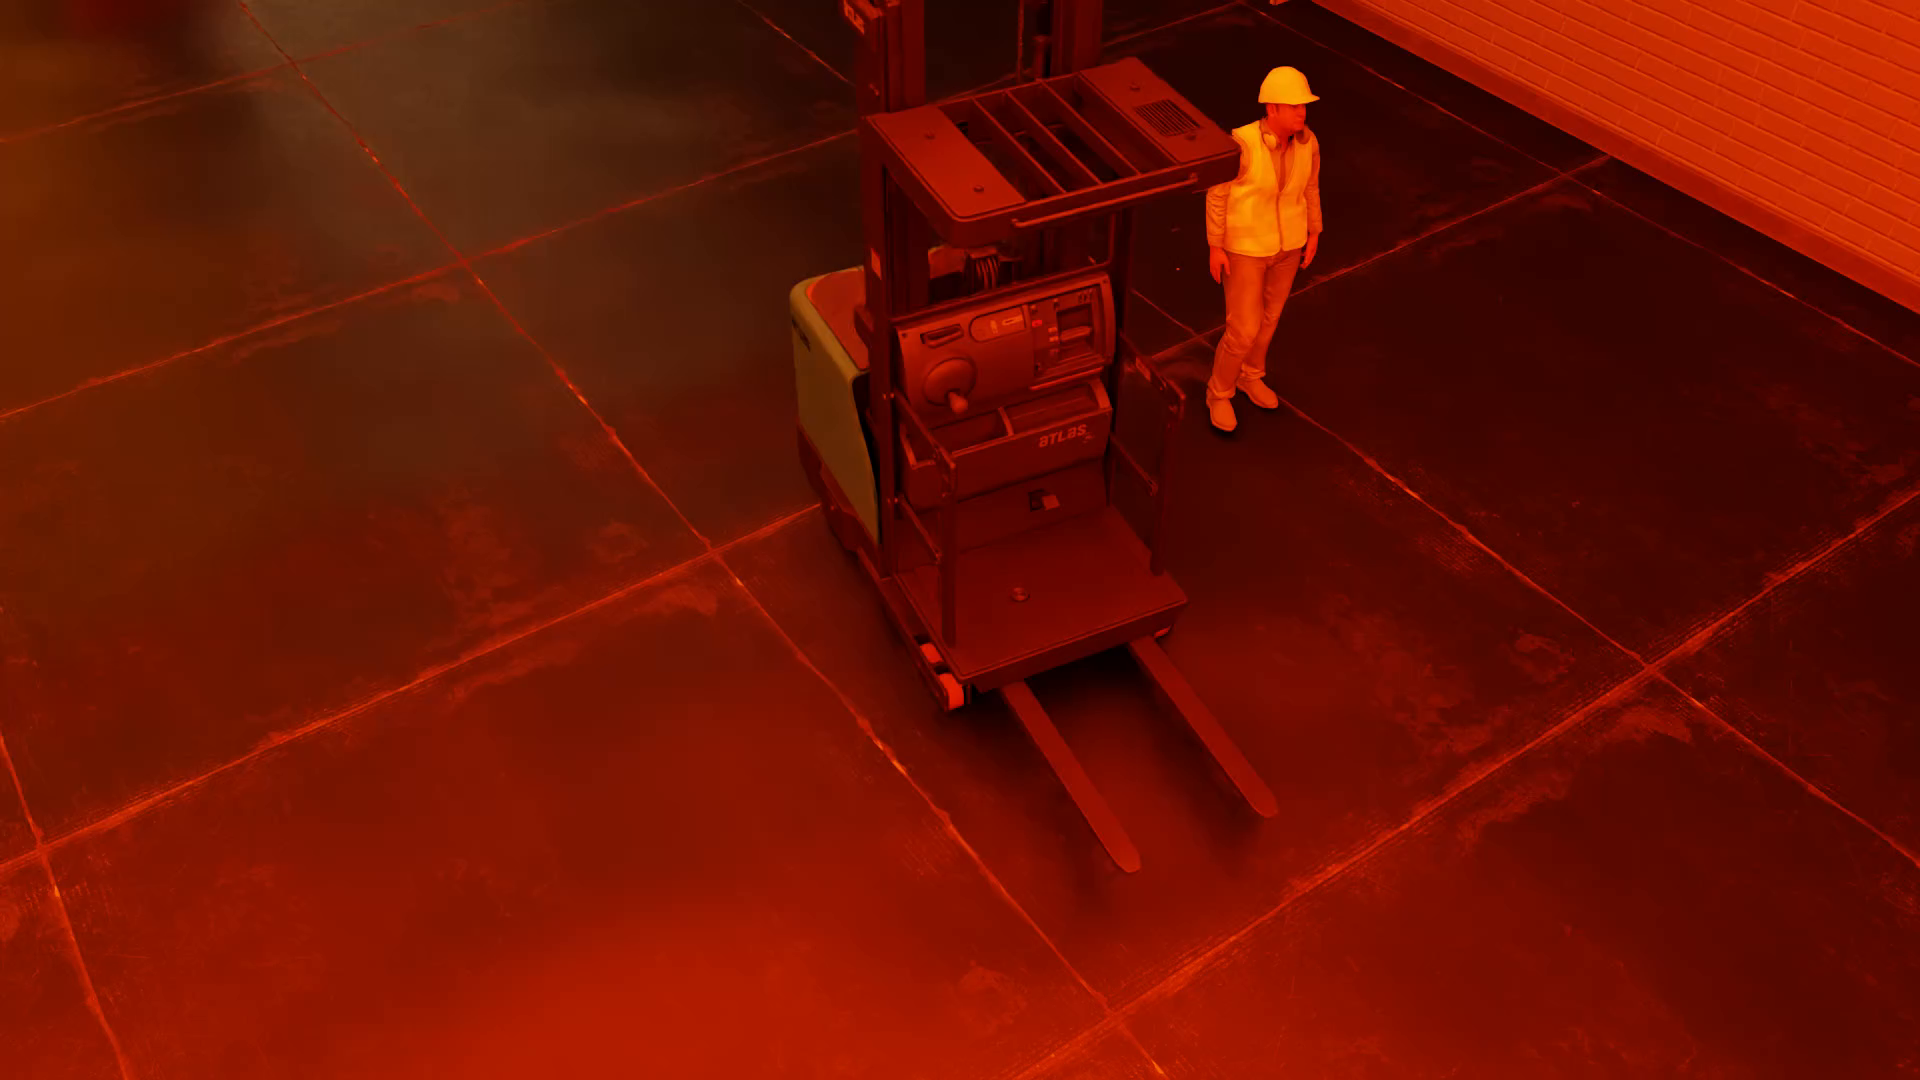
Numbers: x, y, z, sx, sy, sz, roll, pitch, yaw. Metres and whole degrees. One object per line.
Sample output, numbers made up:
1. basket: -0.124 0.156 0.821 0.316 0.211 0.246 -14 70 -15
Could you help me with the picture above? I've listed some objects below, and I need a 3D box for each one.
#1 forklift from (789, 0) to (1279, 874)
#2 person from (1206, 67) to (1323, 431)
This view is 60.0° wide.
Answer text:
1. forklift: 0.287 -0.694 6.468 1.130 2.935 3.031 -18 46 -18
2. person: 1.502 -1.408 8.085 0.633 1.774 0.568 -16 45 -16
